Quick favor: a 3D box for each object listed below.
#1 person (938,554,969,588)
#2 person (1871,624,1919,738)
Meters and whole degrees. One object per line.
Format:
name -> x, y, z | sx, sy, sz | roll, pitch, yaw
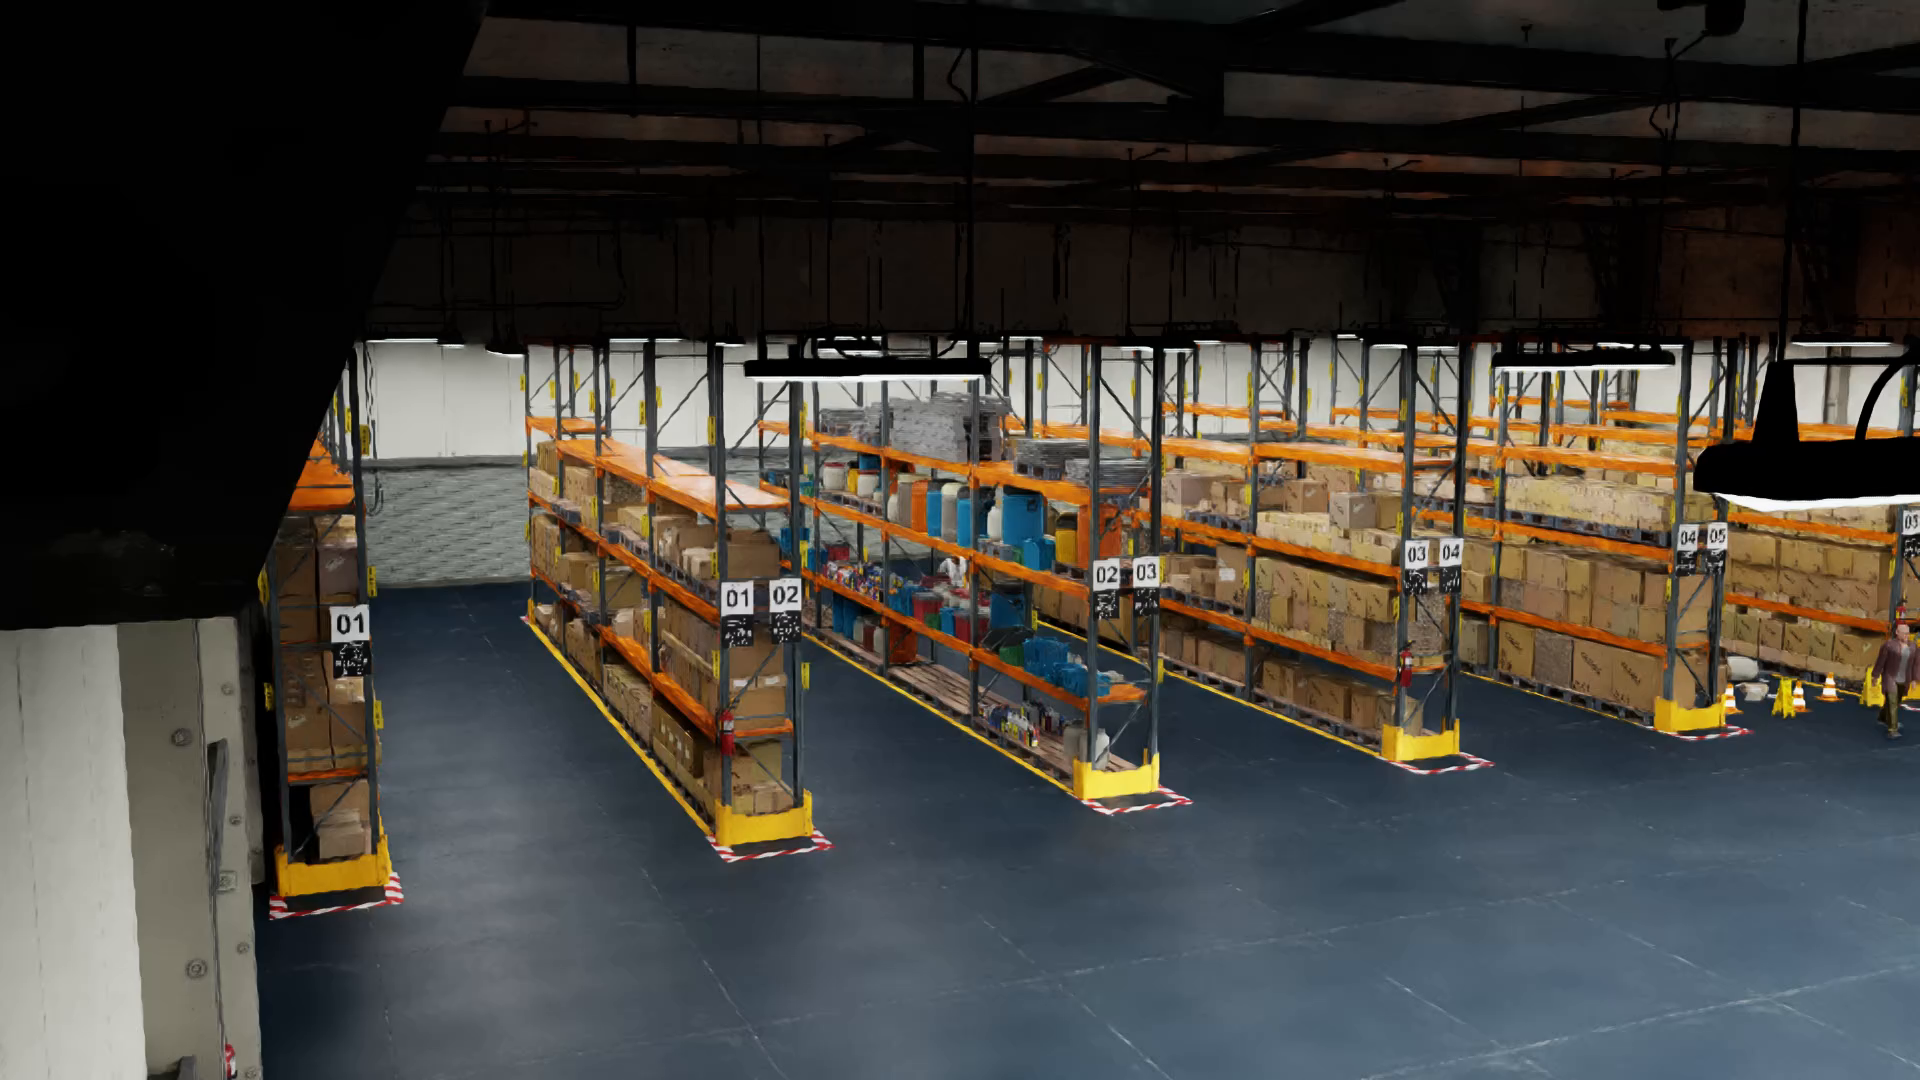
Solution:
person -> -0.127, 0.967, 33.979 | 0.702, 1.735, 0.549 | -3, 8, -24
person -> 14.290, 2.170, 25.364 | 0.633, 1.634, 1.042 | 0, 8, 0
